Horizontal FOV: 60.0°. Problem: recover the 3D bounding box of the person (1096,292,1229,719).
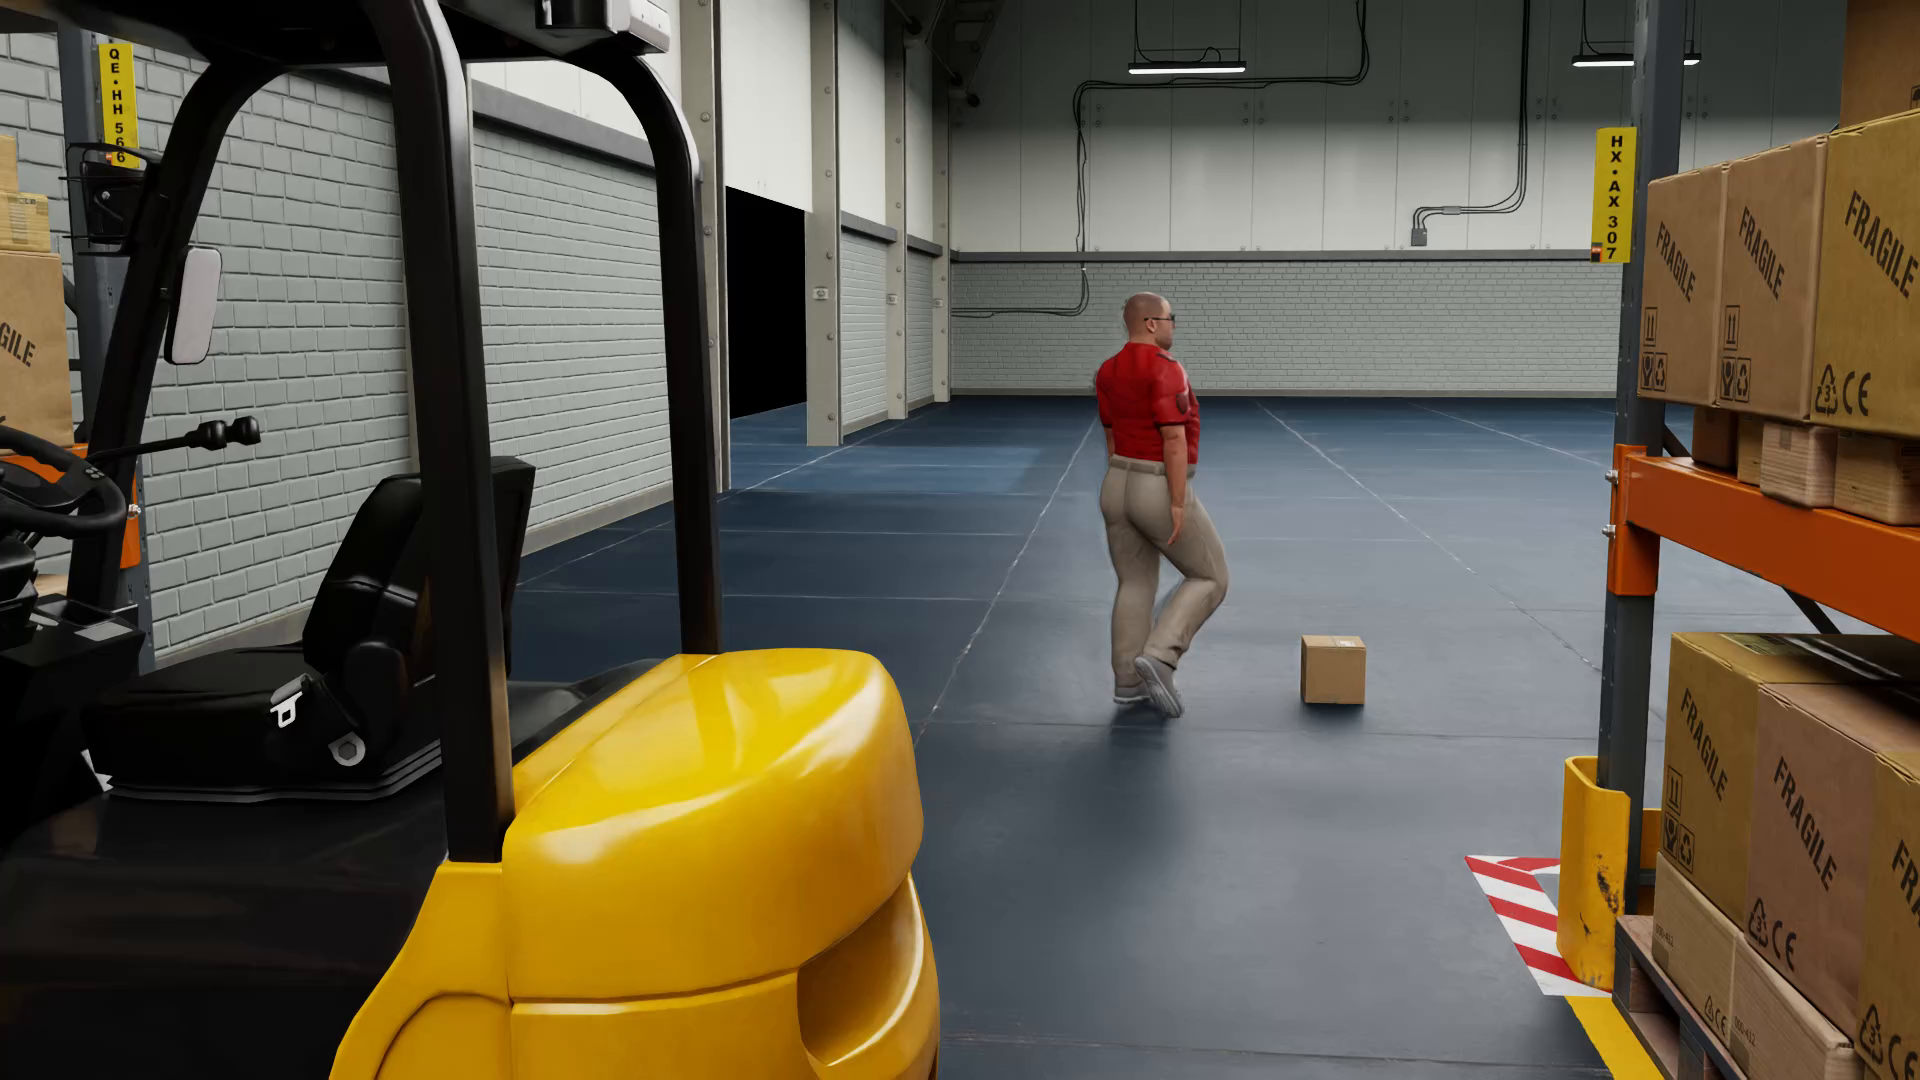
[{"bbox_3d":[0.823,-0.145,6.930,0.452,1.755,0.543,-6,10,-39],"label":"person"}]
